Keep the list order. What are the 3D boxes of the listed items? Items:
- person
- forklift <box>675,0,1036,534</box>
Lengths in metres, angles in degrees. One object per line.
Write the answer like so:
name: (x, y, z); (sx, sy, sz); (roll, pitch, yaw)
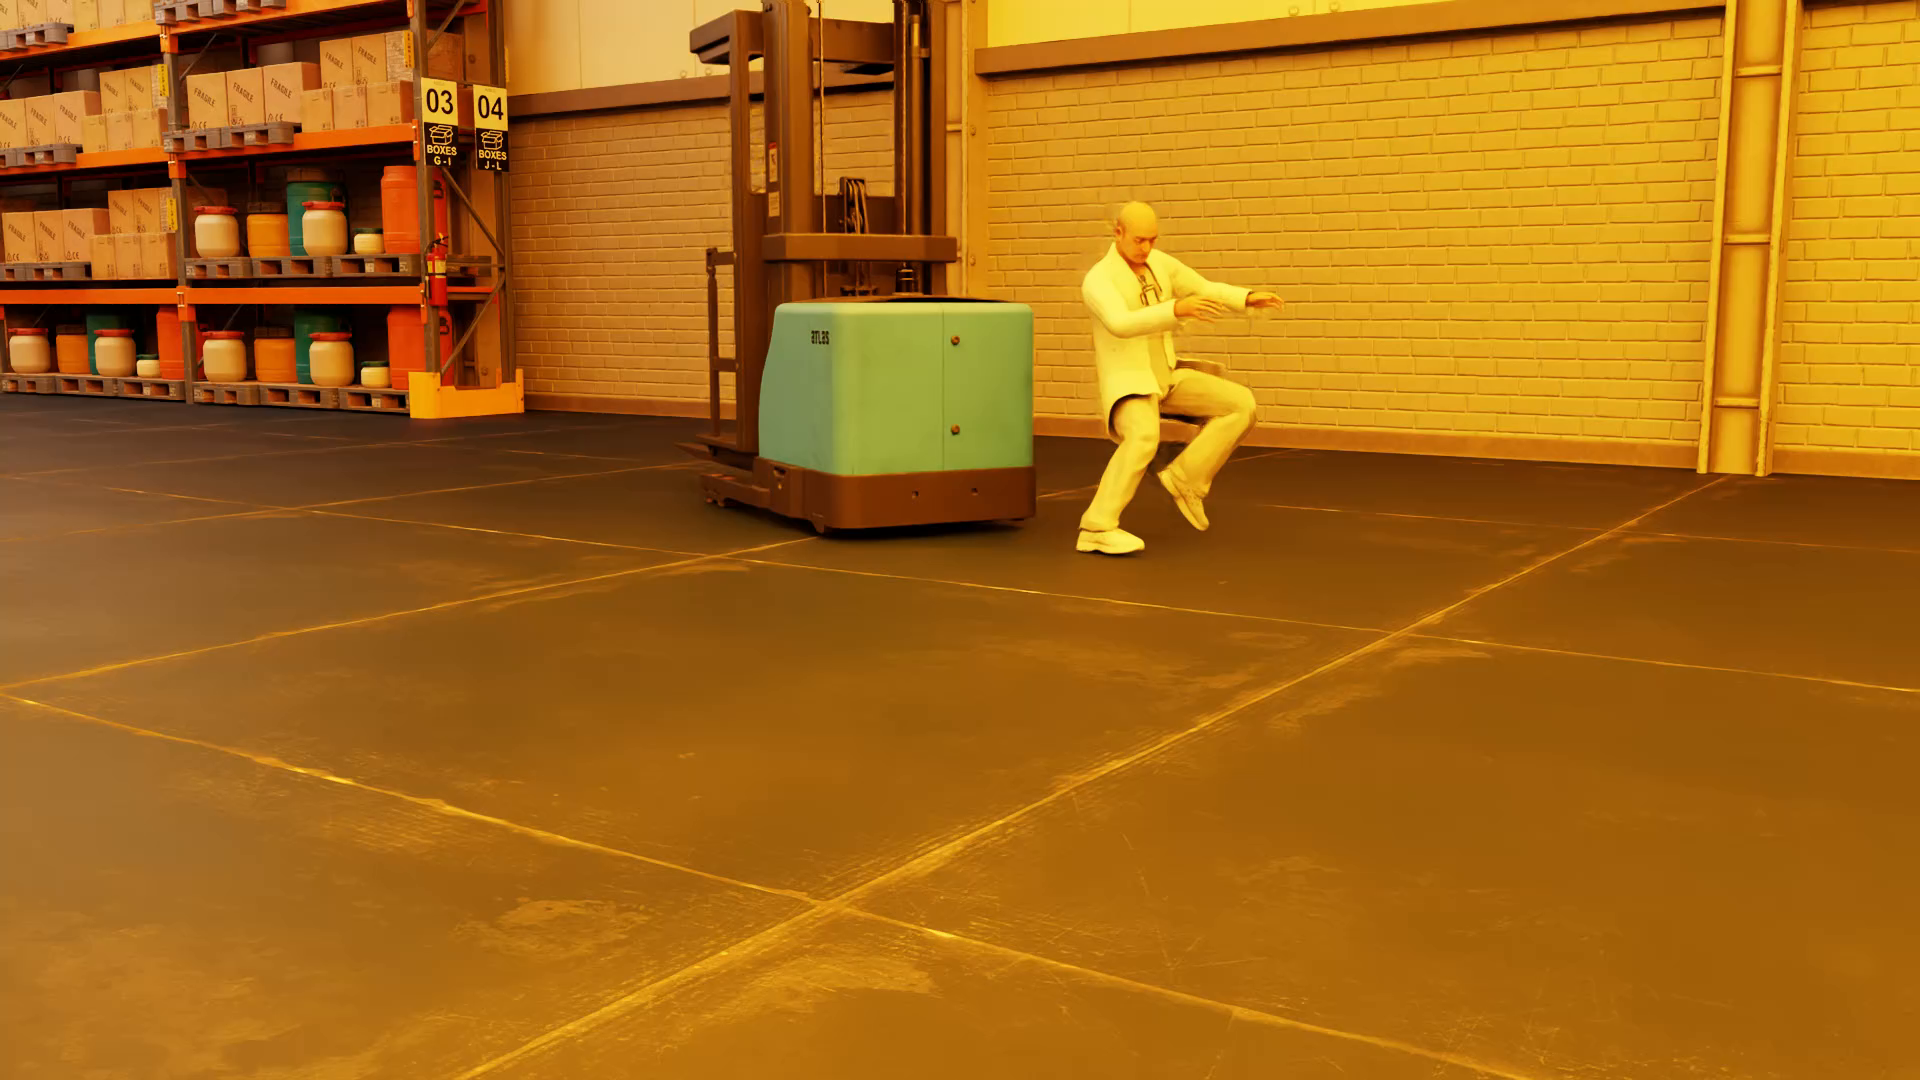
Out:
person: (0.937, -0.731, 7.374); (0.957, 1.507, 0.820); (-7, 10, -39)
forklift: (-0.753, -1.648, 8.779); (1.130, 2.935, 3.031); (-4, 9, -27)
